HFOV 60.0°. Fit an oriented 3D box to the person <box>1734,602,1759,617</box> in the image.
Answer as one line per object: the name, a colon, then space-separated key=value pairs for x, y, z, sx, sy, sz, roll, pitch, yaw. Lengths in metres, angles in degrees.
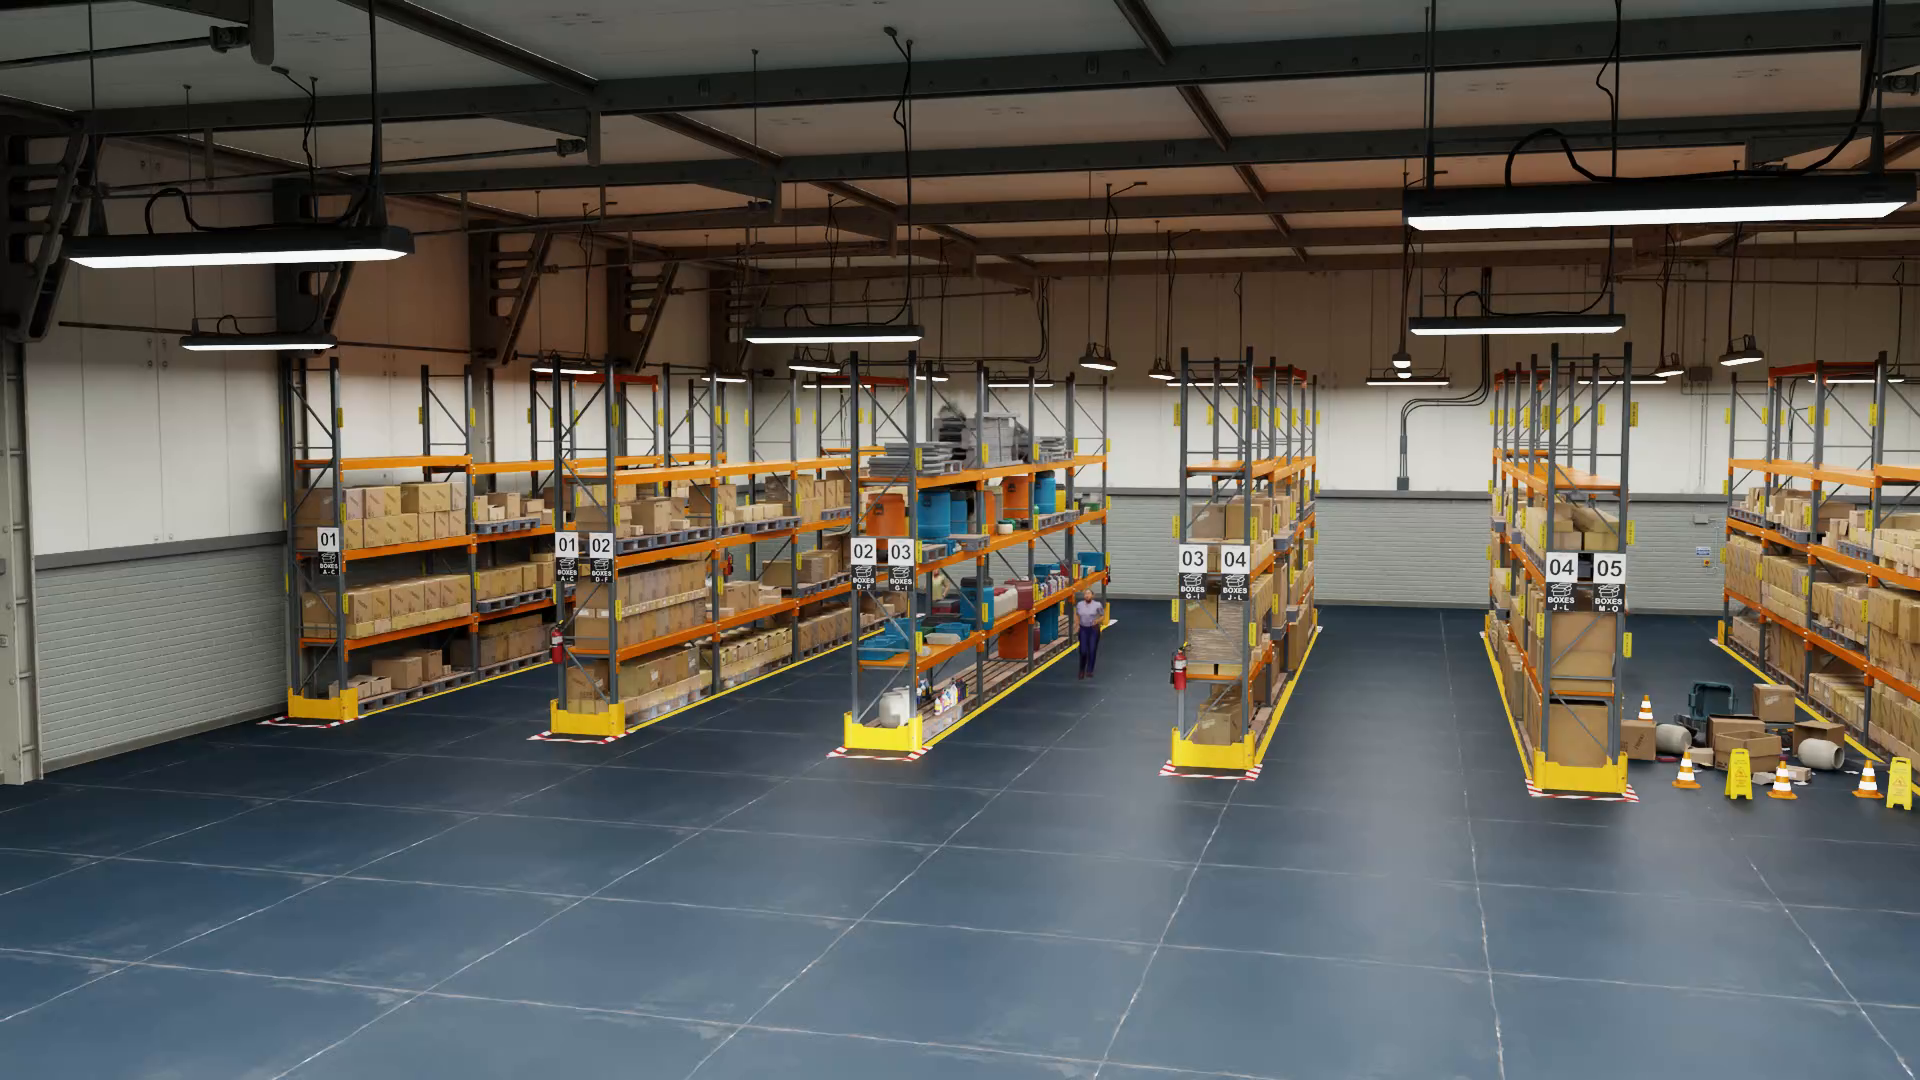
person: x=17.858 y=1.414 z=37.610 sx=0.759 sy=1.698 sz=0.641 roll=3 pitch=5 yaw=35

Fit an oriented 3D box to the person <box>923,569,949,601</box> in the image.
person: x=-0.565 y=1.393 z=38.163 sx=0.562 sy=1.614 sz=0.758 roll=1 pitch=4 yaw=8

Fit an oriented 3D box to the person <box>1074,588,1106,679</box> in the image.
person: x=2.339 y=1.716 z=30.125 sx=0.586 sy=1.661 sz=0.575 roll=1 pitch=4 yaw=9

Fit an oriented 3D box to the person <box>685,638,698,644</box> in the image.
person: x=-5.804 y=1.533 z=35.921 sx=0.561 sy=1.663 sz=0.567 roll=1 pitch=4 yaw=11

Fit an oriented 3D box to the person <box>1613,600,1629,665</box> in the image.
person: x=13.233 y=1.718 z=33.661 sx=0.567 sy=1.625 sz=0.553 roll=1 pitch=4 yaw=11
